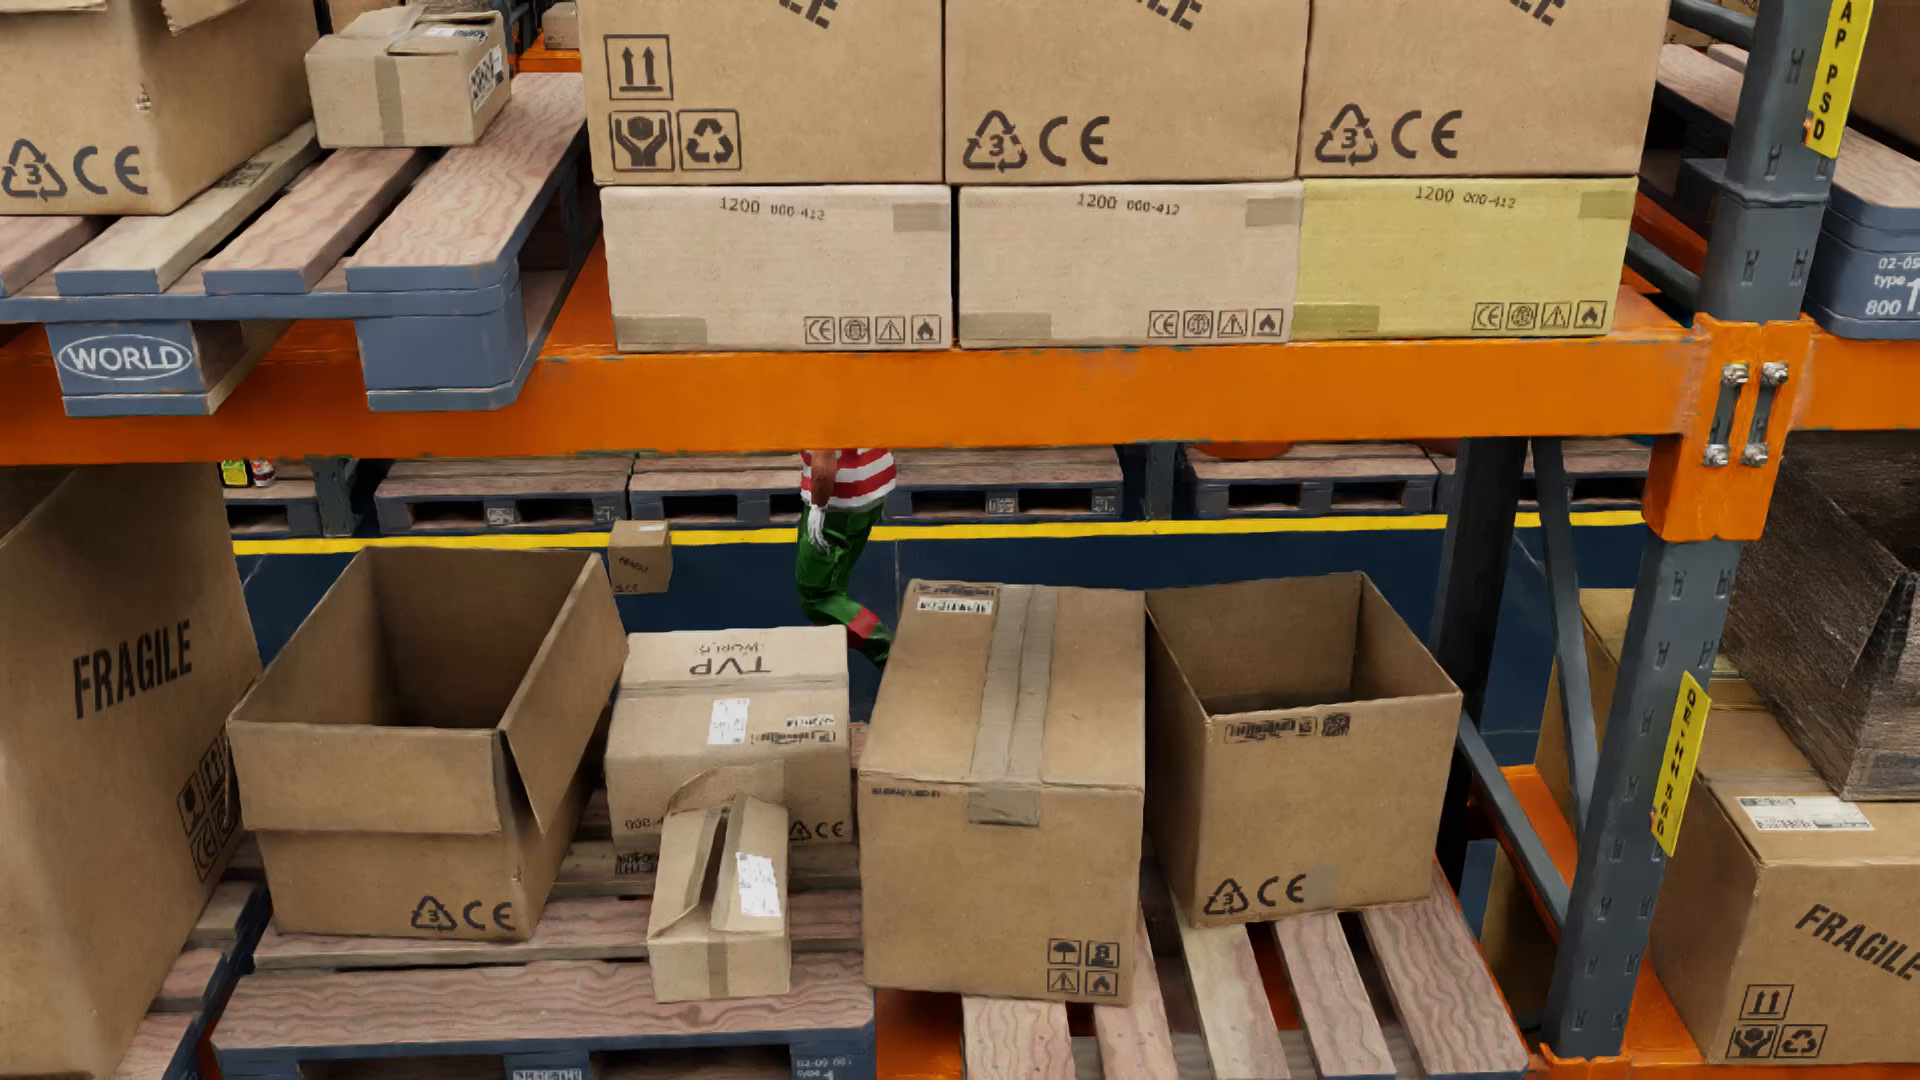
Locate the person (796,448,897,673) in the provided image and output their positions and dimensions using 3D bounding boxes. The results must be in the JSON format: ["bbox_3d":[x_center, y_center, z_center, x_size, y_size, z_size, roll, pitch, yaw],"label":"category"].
[{"bbox_3d":[-0.383,-0.155,6.403,0.793,1.764,0.602,15,31,27],"label":"person"}]
